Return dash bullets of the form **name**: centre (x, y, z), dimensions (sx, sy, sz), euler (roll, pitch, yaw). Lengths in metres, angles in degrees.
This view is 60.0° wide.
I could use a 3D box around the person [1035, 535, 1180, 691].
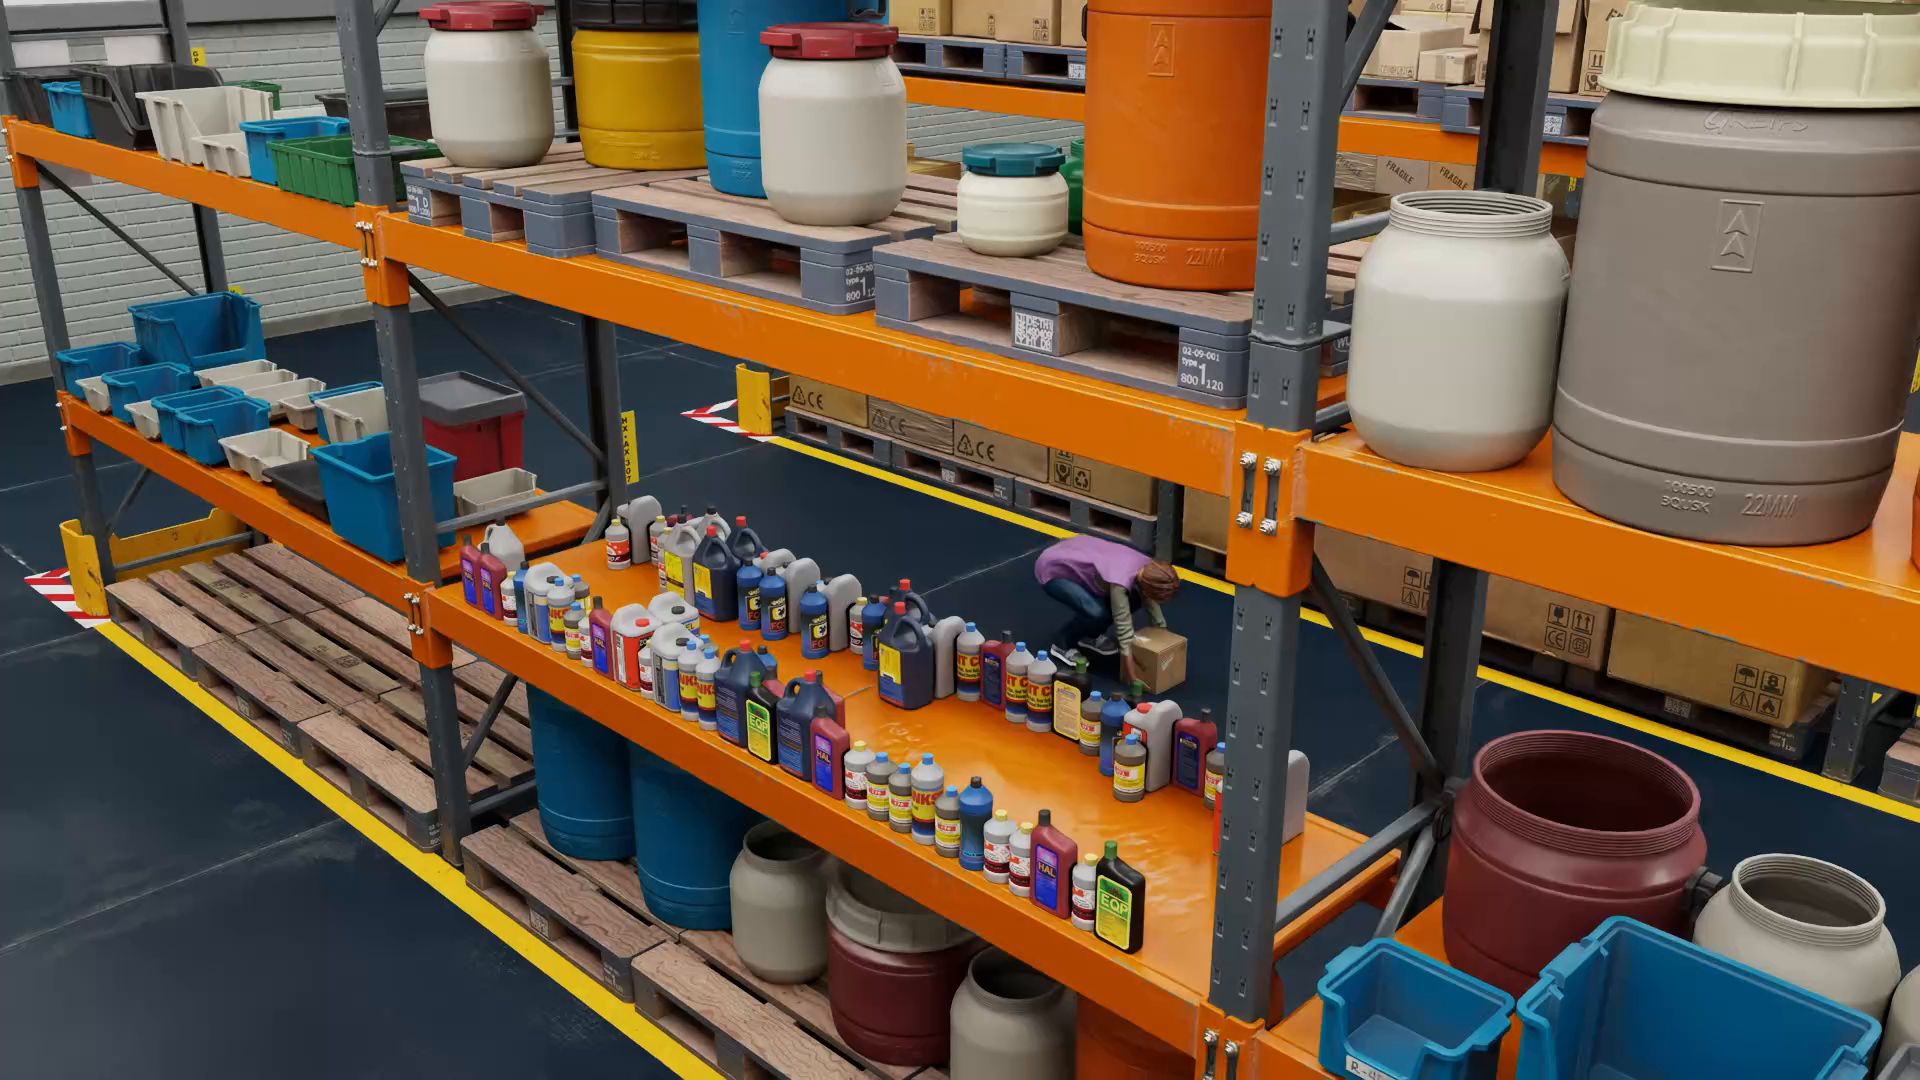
- **person**: centre (0.791, 0.364, 8.952), dimensions (0.869, 0.715, 0.419), euler (18, 28, 39)
